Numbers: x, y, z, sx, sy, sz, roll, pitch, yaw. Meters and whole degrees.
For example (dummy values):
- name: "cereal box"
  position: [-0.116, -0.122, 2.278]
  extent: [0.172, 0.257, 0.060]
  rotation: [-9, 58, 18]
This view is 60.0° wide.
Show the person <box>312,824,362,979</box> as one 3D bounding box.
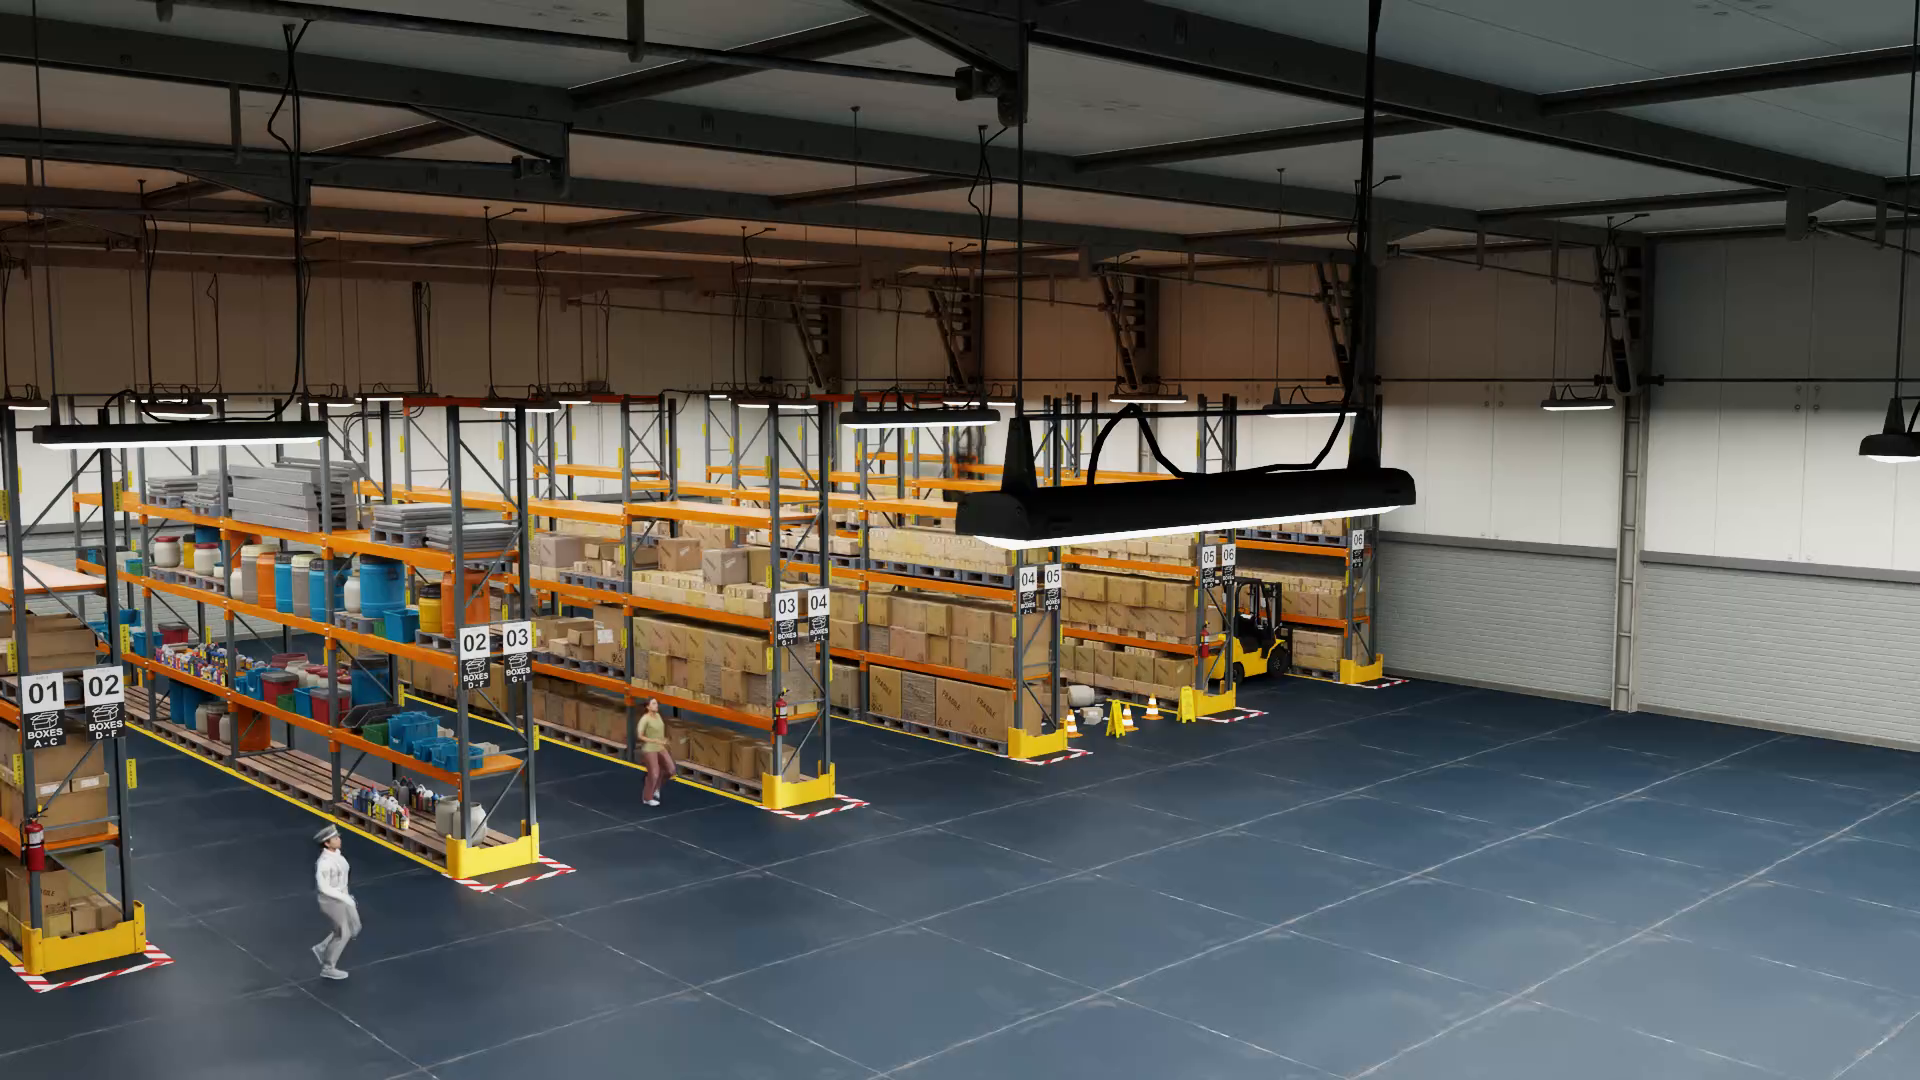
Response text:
- name: "person"
  position: [-6.620, 3.816, 17.593]
  extent: [0.494, 1.659, 0.623]
  rotation: [-1, 6, -10]

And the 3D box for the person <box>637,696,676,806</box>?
- name: "person"
  position: [-4.511, 3.132, 24.698]
  extent: [0.534, 1.635, 0.613]
  rotation: [4, 7, 34]
